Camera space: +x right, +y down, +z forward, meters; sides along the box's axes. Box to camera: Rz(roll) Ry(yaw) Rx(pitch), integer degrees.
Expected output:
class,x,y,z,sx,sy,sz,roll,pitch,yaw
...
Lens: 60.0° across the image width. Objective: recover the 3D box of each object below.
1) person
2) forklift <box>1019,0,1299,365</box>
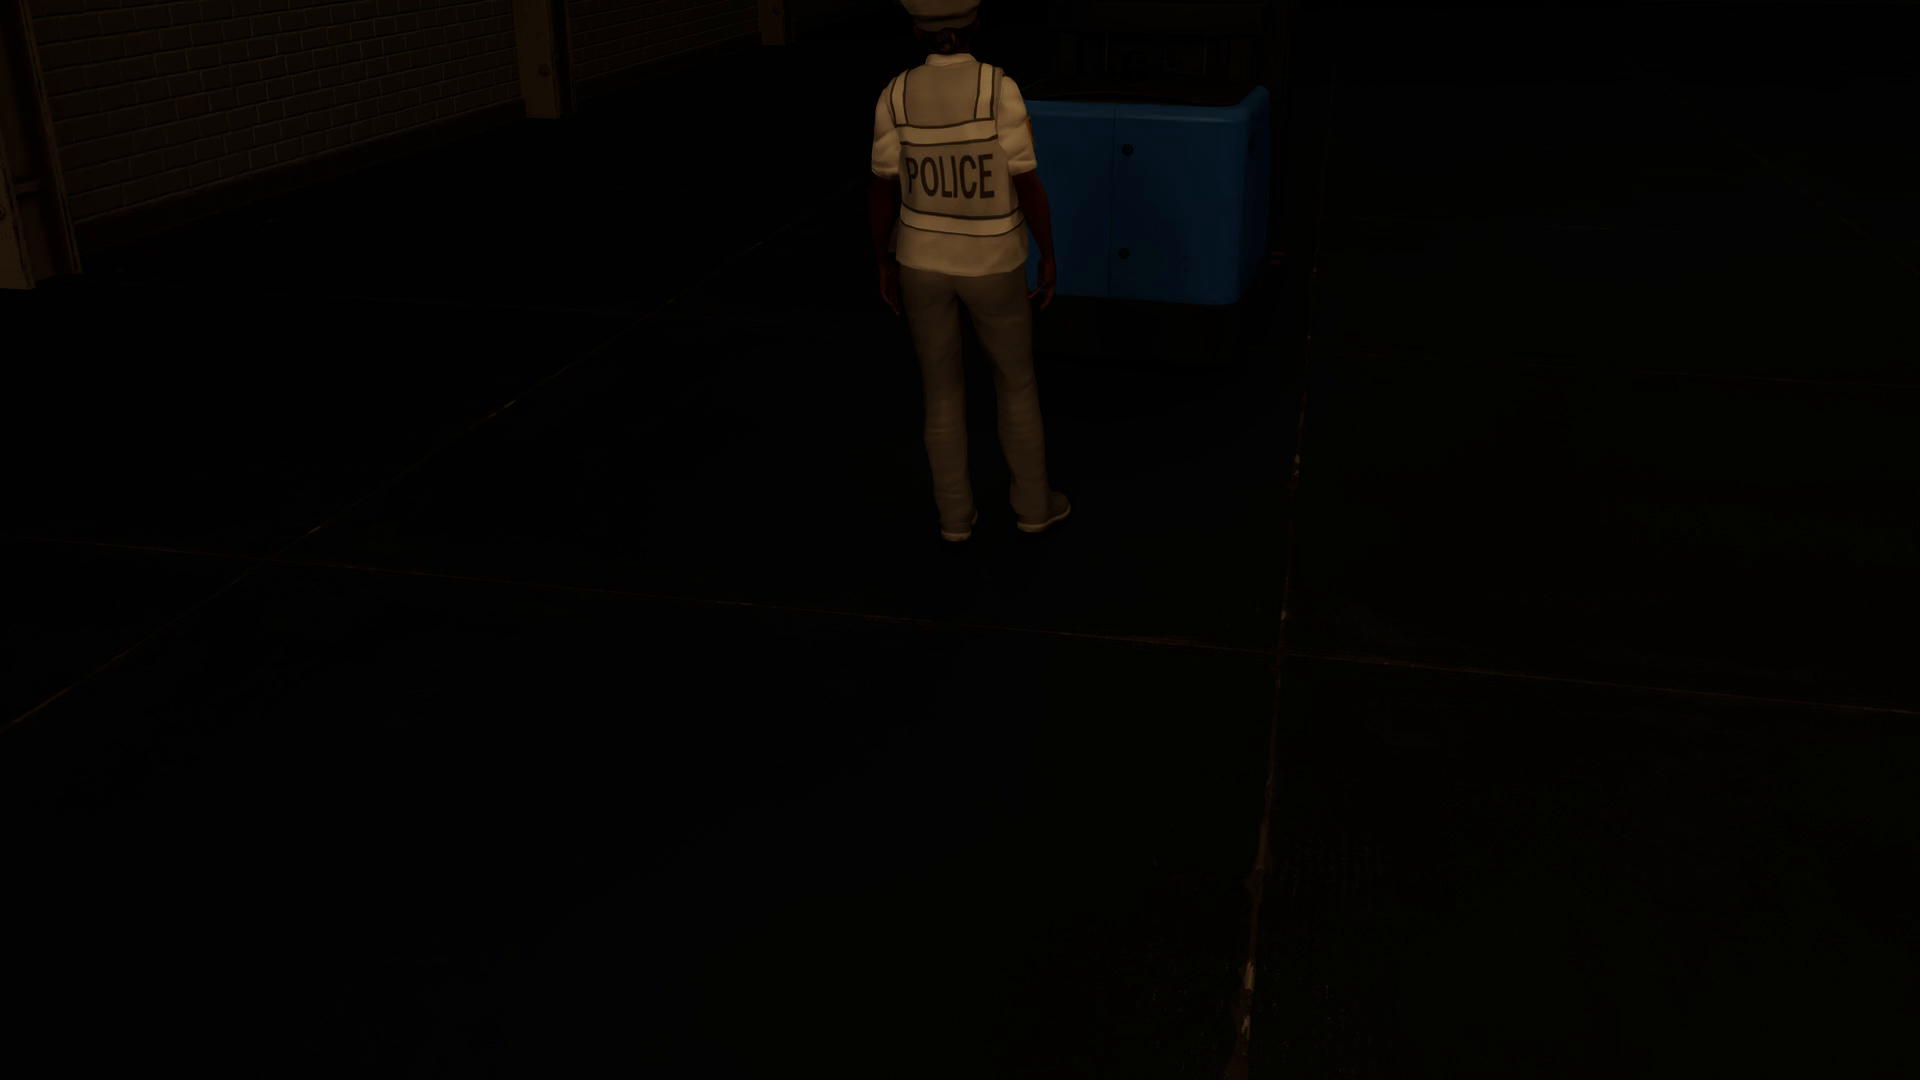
class,x,y,z,sx,sy,sz,roll,pitch,yaw
person,0.035,-0.818,4.890,0.570,1.697,0.528,5,23,11
forklift,1.017,-2.589,7.615,1.130,2.935,3.031,6,23,15
